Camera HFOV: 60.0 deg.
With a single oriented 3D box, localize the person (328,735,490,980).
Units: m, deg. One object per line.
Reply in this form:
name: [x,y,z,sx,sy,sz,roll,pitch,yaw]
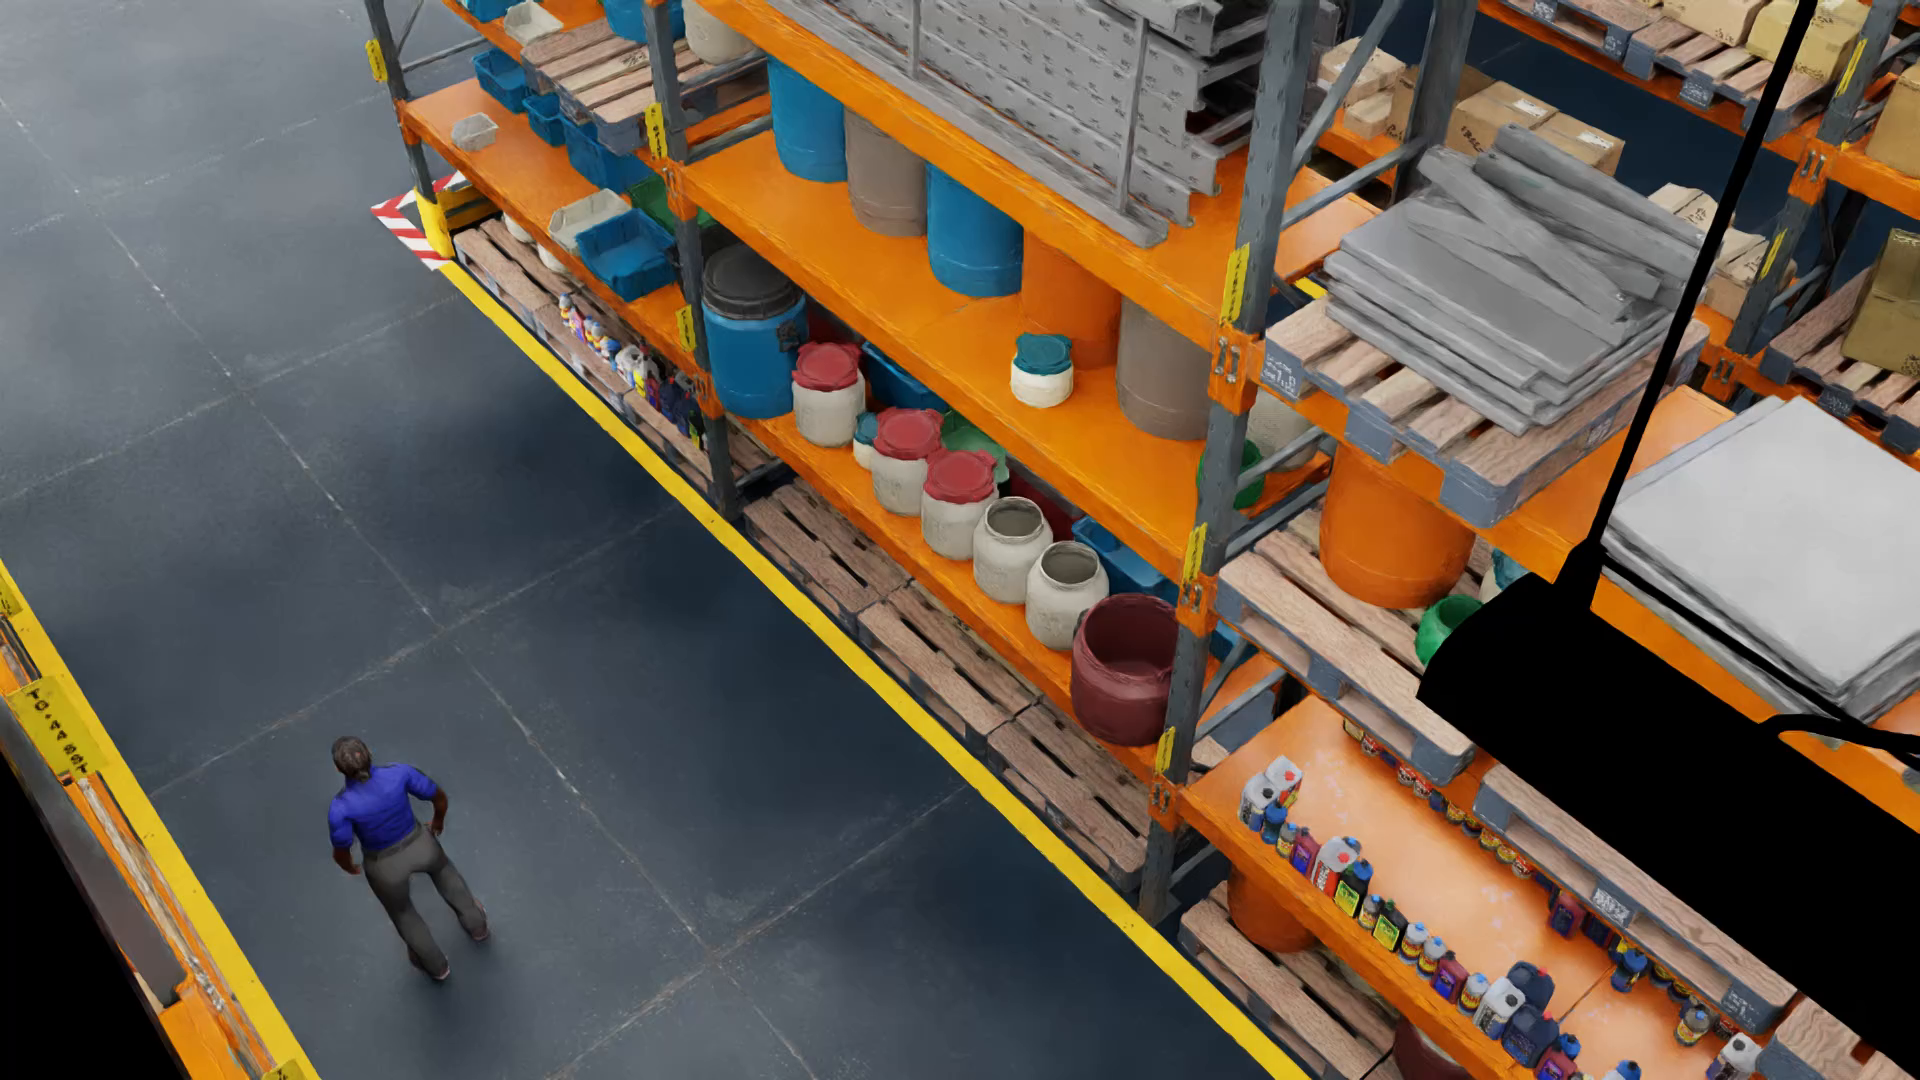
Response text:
person: [-2.815,1.578,8.390,0.592,1.604,0.513,-33,55,-28]
